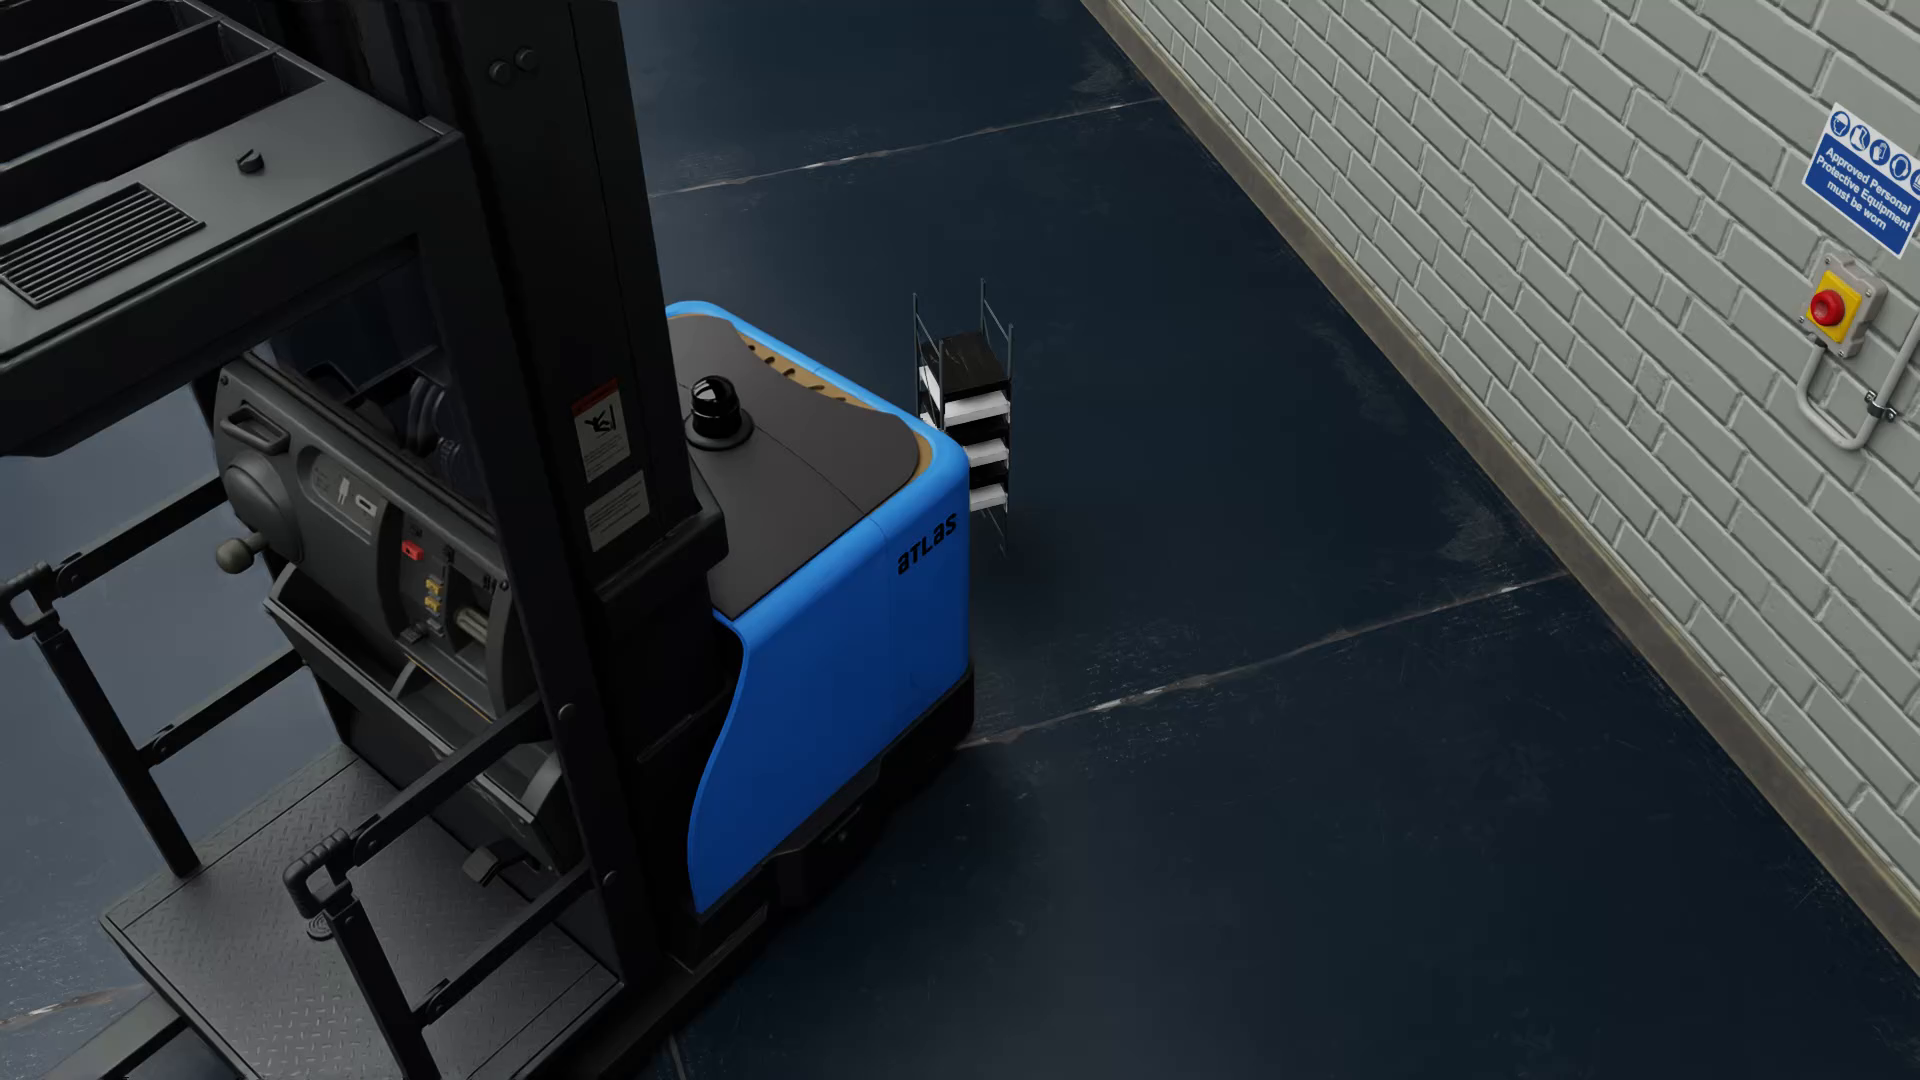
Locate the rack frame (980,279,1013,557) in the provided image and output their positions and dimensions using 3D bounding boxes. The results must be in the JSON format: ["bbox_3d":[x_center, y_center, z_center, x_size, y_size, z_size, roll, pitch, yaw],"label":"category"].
[{"bbox_3d":[0.103,-0.344,4.958,0.006,0.900,0.240,-14,47,-14],"label":"rack frame"}]

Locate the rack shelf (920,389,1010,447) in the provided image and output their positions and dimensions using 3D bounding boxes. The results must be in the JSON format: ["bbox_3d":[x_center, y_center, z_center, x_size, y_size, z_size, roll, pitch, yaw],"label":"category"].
[{"bbox_3d":[0.008,-0.360,4.893,0.200,0.077,0.258,-14,47,-14],"label":"rack shelf"}]

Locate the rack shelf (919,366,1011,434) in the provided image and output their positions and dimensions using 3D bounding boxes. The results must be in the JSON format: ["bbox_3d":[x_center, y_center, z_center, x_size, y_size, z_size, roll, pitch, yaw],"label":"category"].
[{"bbox_3d":[0.008,-0.423,4.829,0.200,0.077,0.258,-14,47,-14],"label":"rack shelf"}]

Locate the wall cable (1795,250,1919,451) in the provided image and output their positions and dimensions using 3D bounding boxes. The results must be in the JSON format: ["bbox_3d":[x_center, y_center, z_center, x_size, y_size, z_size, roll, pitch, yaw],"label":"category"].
[{"bbox_3d":[2.006,-1.039,3.429,0.123,1.953,0.585,-14,47,-14],"label":"wall cable"}]

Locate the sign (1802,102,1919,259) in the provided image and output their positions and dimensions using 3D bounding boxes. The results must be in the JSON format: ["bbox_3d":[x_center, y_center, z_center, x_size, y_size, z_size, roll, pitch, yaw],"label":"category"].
[{"bbox_3d":[2.047,-0.812,3.751,0.001,0.218,0.327,-14,47,-14],"label":"sign"}]

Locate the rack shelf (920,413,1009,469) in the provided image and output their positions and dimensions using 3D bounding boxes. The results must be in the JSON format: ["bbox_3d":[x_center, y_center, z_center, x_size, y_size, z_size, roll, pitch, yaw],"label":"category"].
[{"bbox_3d":[0.008,-0.296,4.957,0.200,0.077,0.258,-14,47,-14],"label":"rack shelf"}]

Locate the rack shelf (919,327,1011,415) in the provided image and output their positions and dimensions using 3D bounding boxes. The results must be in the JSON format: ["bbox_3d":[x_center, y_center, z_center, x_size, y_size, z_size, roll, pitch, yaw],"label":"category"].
[{"bbox_3d":[0.008,-0.487,4.766,0.200,0.077,0.258,-14,47,-14],"label":"rack shelf"}]

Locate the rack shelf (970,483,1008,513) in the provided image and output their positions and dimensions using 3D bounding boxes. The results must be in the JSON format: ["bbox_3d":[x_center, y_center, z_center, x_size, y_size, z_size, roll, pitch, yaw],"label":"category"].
[{"bbox_3d":[0.008,-0.169,5.084,0.200,0.077,0.258,-14,47,-14],"label":"rack shelf"}]

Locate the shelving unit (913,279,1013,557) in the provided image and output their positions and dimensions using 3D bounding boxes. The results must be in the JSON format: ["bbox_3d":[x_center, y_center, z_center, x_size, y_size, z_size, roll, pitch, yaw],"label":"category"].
[{"bbox_3d":[0.008,-0.320,4.933,0.210,0.900,0.258,-14,47,-14],"label":"shelving unit"}]

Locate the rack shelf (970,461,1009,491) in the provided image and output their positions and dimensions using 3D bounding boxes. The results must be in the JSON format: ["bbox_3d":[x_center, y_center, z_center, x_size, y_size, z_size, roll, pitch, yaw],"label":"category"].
[{"bbox_3d":[0.008,-0.233,5.021,0.200,0.077,0.258,-14,47,-14],"label":"rack shelf"}]

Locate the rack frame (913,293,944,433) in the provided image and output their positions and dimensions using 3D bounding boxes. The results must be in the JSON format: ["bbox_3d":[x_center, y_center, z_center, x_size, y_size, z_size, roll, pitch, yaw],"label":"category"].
[{"bbox_3d":[-0.088,-0.295,4.909,0.006,0.900,0.240,-14,47,-14],"label":"rack frame"}]

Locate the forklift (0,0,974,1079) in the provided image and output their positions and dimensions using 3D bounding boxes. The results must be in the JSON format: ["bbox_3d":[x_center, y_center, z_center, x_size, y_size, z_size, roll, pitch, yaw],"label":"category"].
[{"bbox_3d":[-1.296,0.083,3.098,1.130,2.935,3.031,31,53,27],"label":"forklift"}]
